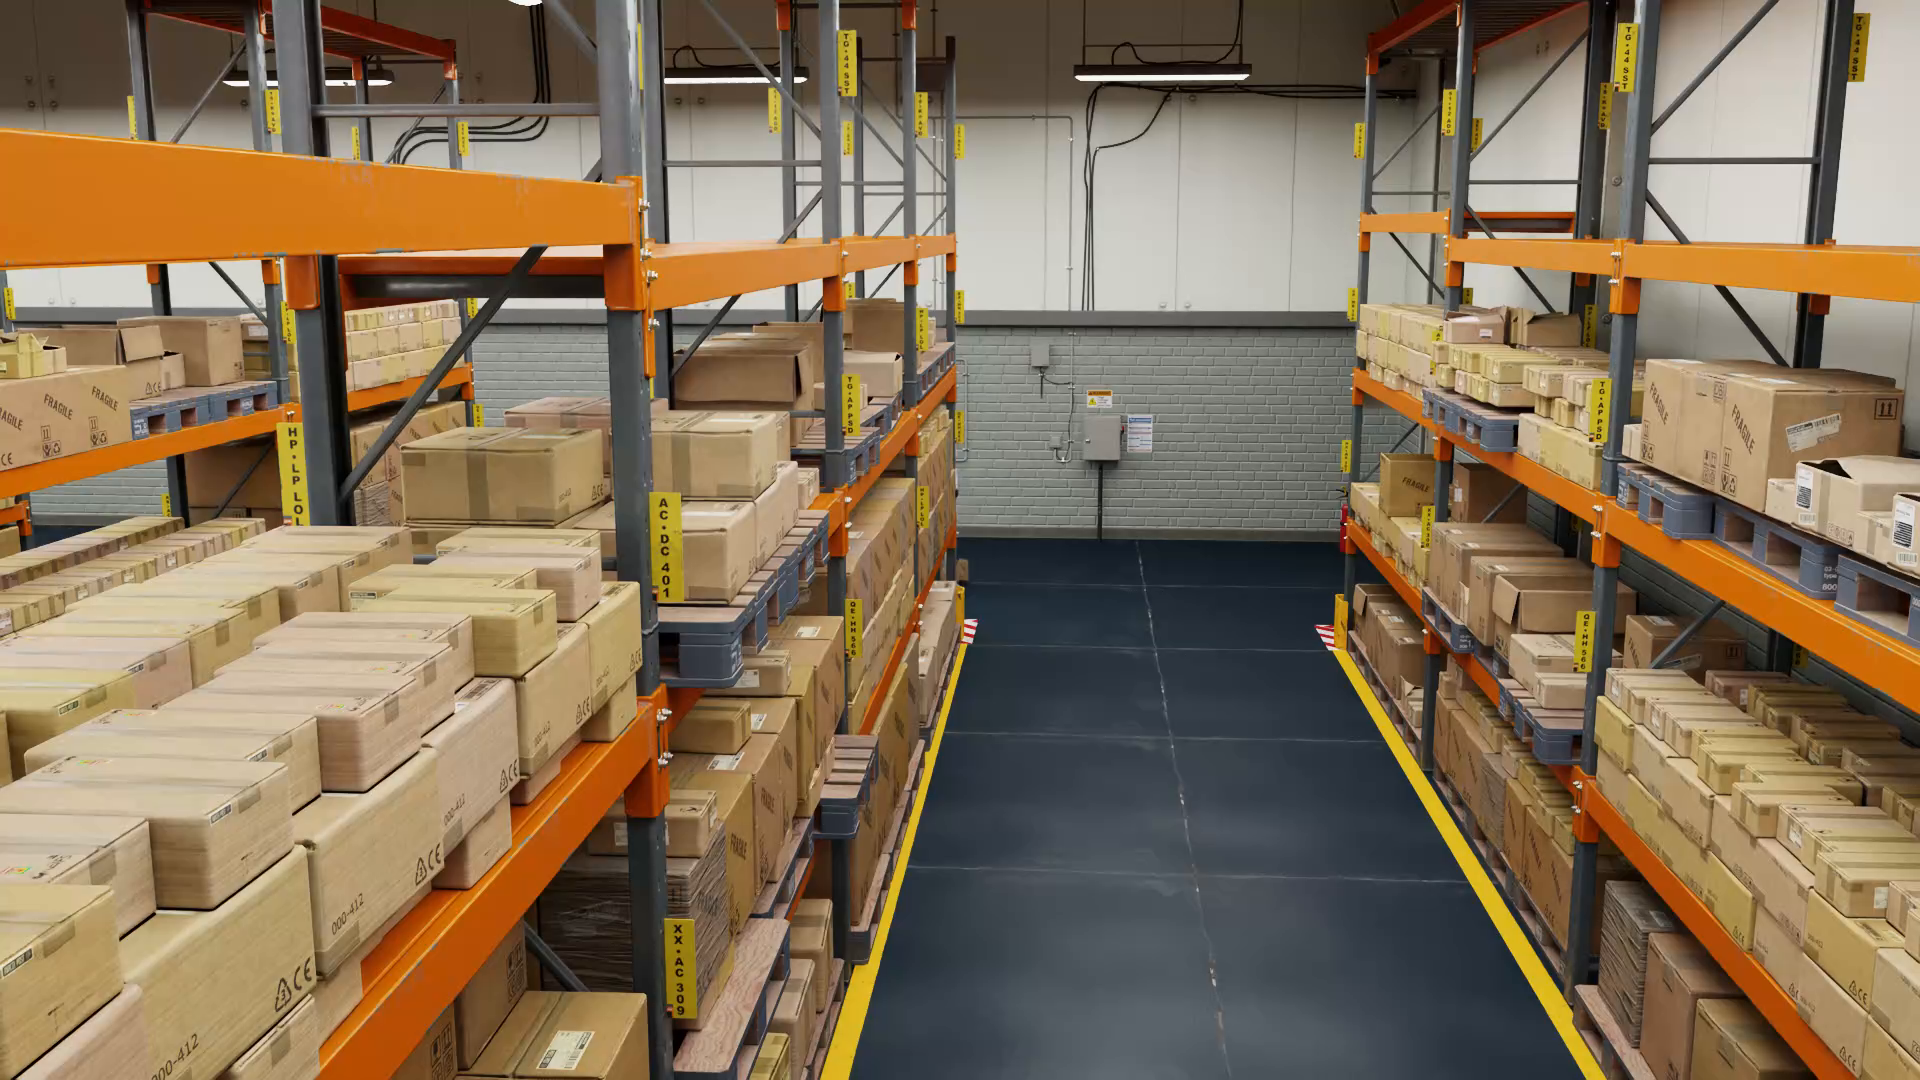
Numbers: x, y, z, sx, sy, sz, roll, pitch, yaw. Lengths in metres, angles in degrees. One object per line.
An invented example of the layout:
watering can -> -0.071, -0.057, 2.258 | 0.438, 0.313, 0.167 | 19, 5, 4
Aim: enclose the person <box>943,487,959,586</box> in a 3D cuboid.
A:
person -> -0.334, -0.281, 19.419 | 0.705, 1.692, 0.824 | -4, 11, -20
